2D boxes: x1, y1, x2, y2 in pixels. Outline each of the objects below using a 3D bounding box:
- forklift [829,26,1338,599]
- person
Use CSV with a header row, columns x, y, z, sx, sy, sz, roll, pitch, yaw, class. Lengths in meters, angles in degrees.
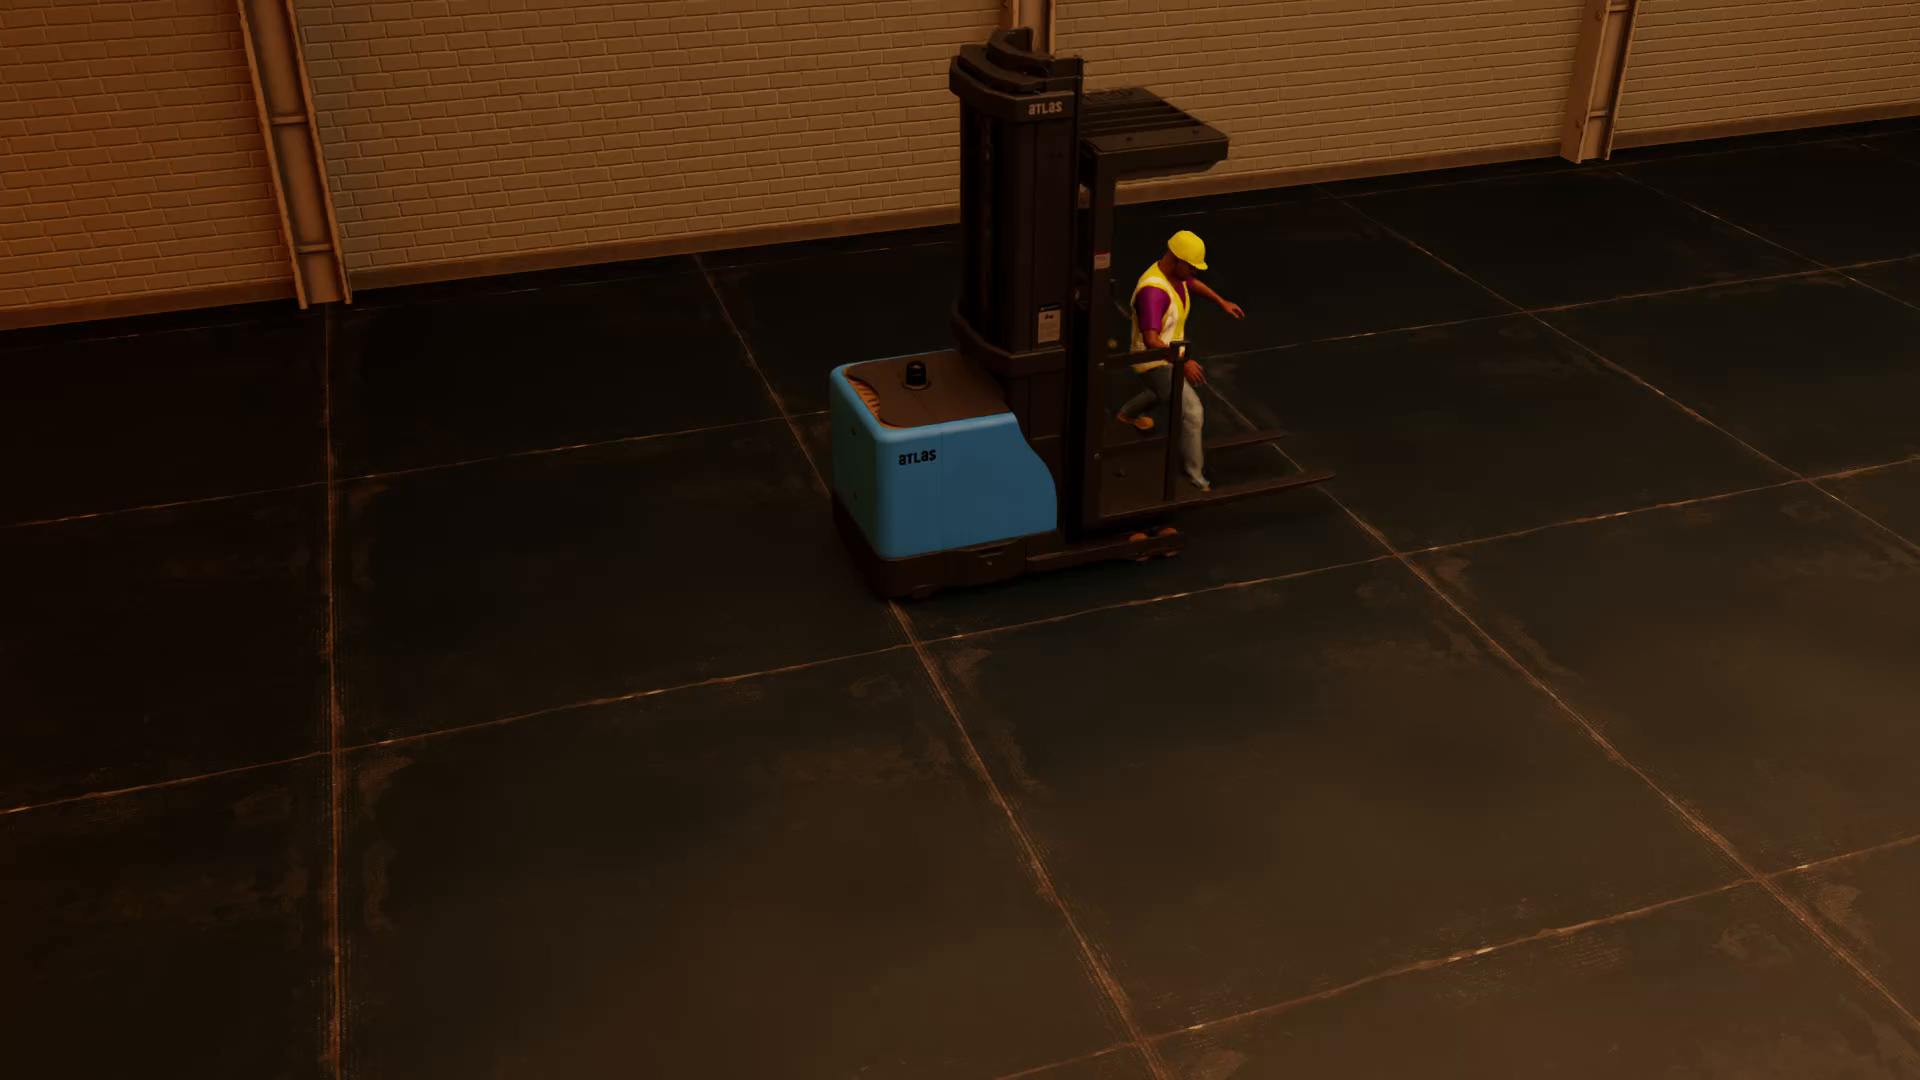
x,y,z,sx,sy,sz,roll,pitch,yaw,class
0.802,-1.378,9.483,3.031,2.935,1.130,-10,31,-17,forklift
1.394,-1.167,10.386,1.012,1.591,1.119,11,32,18,person
